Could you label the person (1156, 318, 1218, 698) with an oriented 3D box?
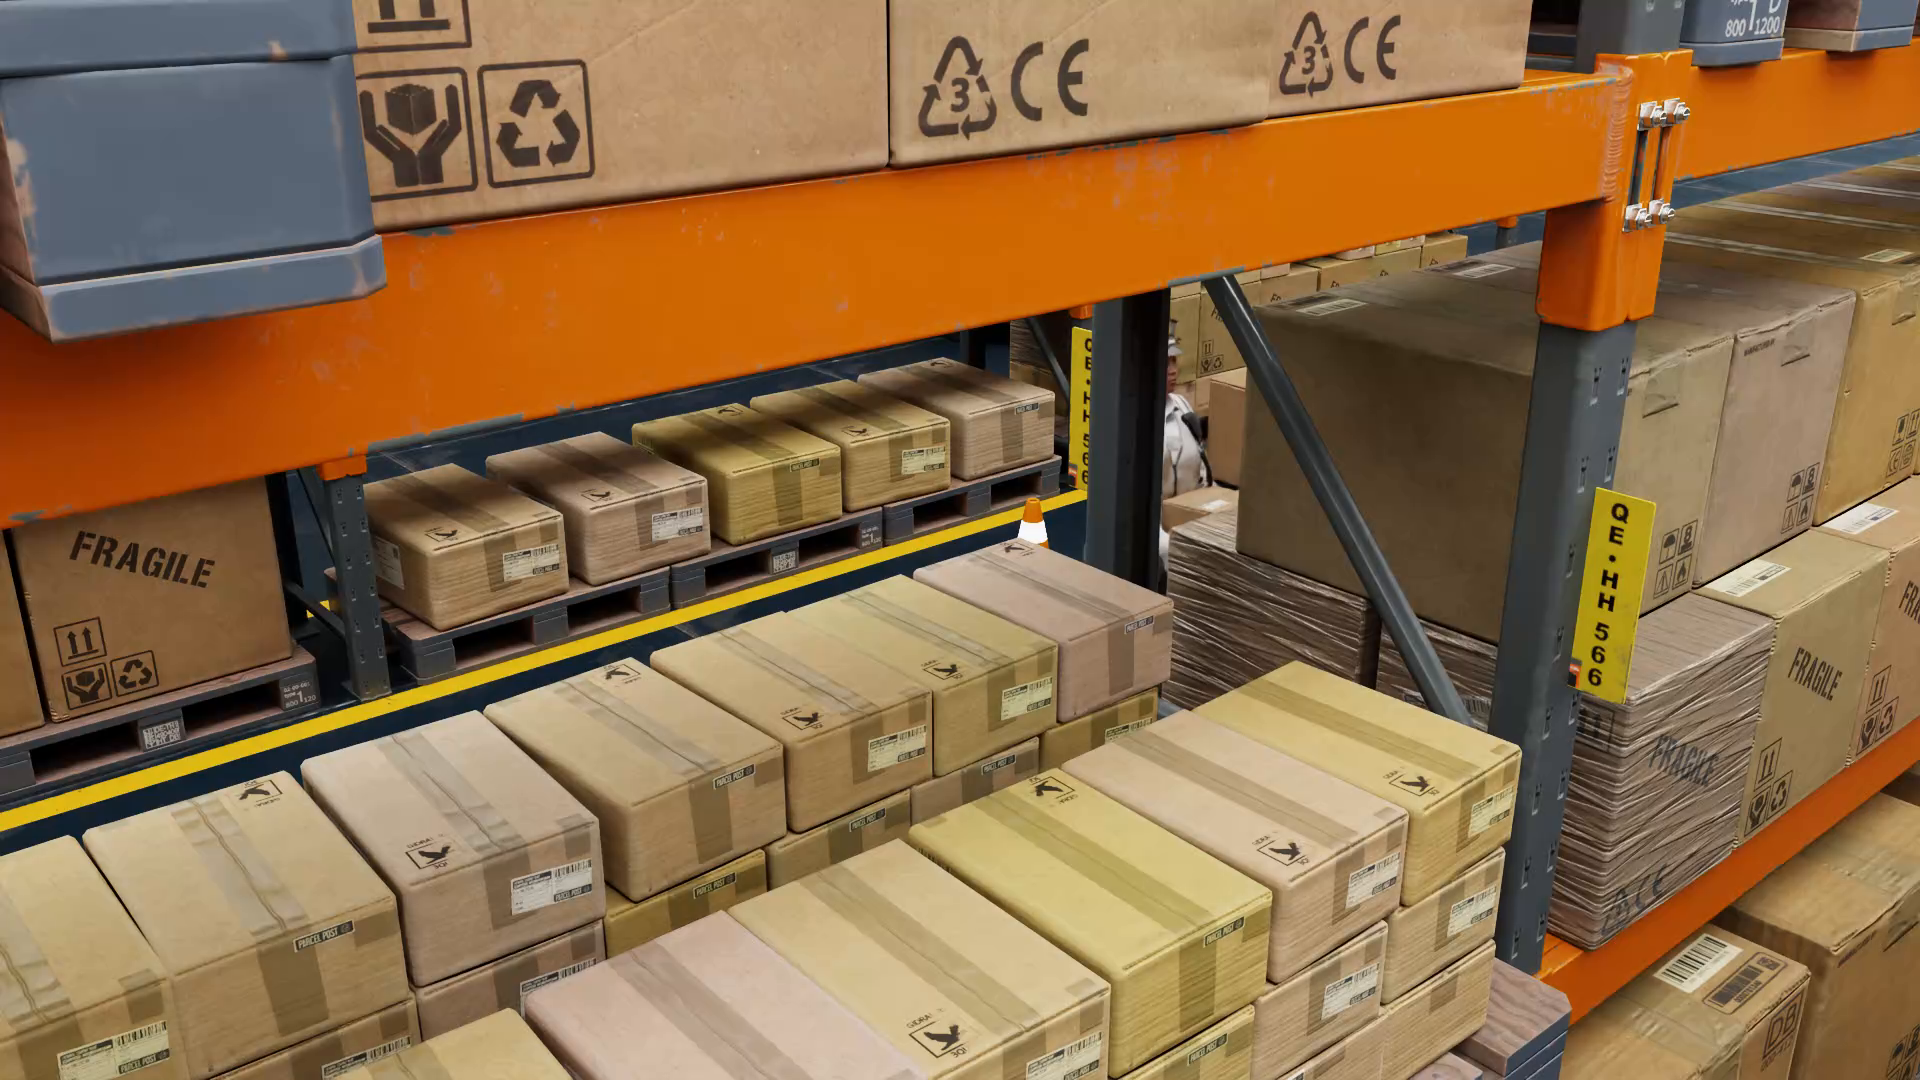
[{"bbox_3d":[0.718,0.059,5.881,0.467,1.695,0.554,-16,26,-35],"label":"person"}]
